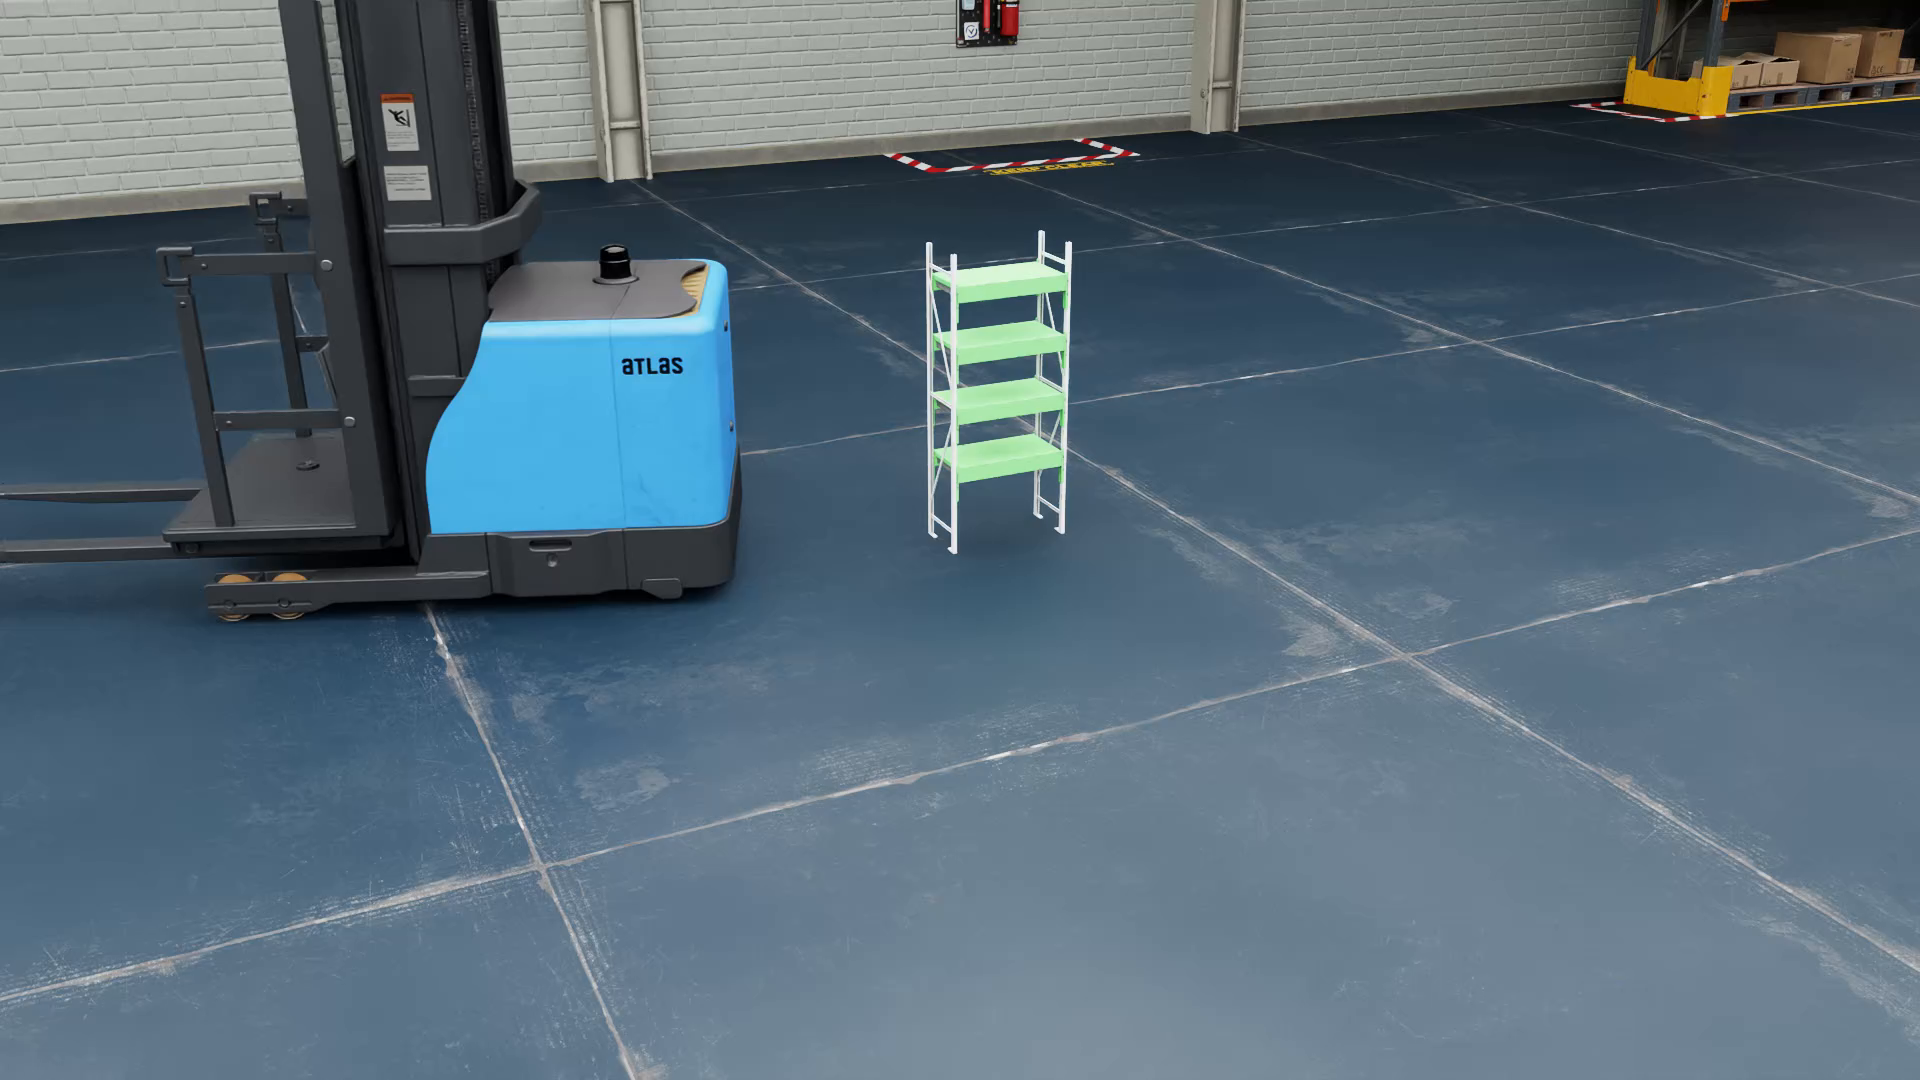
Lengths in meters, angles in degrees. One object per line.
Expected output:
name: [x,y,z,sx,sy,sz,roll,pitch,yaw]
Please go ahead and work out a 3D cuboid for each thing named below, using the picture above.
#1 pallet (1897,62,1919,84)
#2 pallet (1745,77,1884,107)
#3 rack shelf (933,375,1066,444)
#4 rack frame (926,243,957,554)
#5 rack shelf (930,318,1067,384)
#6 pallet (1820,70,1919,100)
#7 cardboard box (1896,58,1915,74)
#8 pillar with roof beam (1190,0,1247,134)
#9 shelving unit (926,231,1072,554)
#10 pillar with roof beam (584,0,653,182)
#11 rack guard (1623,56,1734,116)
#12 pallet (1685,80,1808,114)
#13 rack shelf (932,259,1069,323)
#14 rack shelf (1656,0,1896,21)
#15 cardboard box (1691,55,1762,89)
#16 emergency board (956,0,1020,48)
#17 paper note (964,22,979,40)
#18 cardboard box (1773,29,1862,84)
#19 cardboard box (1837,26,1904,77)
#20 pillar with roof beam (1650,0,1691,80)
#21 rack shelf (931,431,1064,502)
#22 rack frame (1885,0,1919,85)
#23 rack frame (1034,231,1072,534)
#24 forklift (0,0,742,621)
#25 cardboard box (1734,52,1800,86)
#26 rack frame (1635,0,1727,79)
pallet: [11.996,-5.574,19.941,1.213,0.211,1.003,-10,25,-24]
pallet: [9.605,-5.117,18.836,1.213,0.211,1.003,-10,25,-24]
rack shelf: [0.149,-0.523,6.611,0.480,0.148,0.258,-10,25,-24]
rack frame: [-0.071,-0.541,6.489,0.015,1.200,0.240,-10,25,-24]
rack shelf: [0.149,-0.745,6.519,0.480,0.148,0.258,-10,25,-24]
pallet: [10.705,-5.321,19.329,1.213,0.211,1.003,-10,25,-24]
cardboard box: [10.826,-5.528,19.312,0.250,0.166,0.380,-14,26,-30]
pillar with roof beam: [4.407,-6.777,11.356,0.400,9.000,9.100,-10,25,-24]
shelving unit: [0.149,-0.582,6.587,0.503,1.200,0.258,-10,25,-24]
pillar with roof beam: [-0.999,-5.782,8.952,0.400,9.000,9.100,-10,25,-24]
rack guard: [7.760,-4.927,18.000,0.348,0.500,1.175,-10,25,-24]
pallet: [8.507,-4.916,18.351,1.213,0.211,1.003,-10,25,-24]
rack shelf: [0.149,-0.966,6.428,0.480,0.148,0.258,-10,25,-24]
rack shelf: [9.493,-6.069,18.430,4.000,0.370,1.077,-10,25,-24]
cardboard box: [8.354,-5.114,18.124,0.500,0.311,0.500,-14,26,-30]
emergency board: [0.297,-5.092,15.129,0.643,1.169,0.194,-10,25,-24]
paper note: [0.108,-4.679,15.284,0.142,0.148,0.016,-10,25,-24]
cardboard box: [9.550,-5.401,18.568,0.500,0.500,0.700,-12,25,-27]
cardboard box: [10.377,-5.595,19.039,0.500,0.500,0.500,-12,26,-28]
pillar with roof beam: [9.814,-7.772,13.760,0.400,9.000,9.100,-10,25,-24]
rack shelf: [0.149,-0.301,6.703,0.480,0.148,0.258,-10,25,-24]
rack frame: [11.295,-6.733,19.094,0.127,3.000,1.000,-10,25,-24]
rack frame: [0.369,-0.622,6.685,0.015,1.200,0.240,-10,25,-24]
forklift: [-2.395,-1.270,5.985,3.031,2.935,1.130,-2,23,-4]
cardboard box: [8.867,-5.209,18.352,0.500,0.311,0.500,-8,24,-19]
rack frame: [7.691,-6.070,17.491,0.127,3.000,1.000,-10,25,-24]
